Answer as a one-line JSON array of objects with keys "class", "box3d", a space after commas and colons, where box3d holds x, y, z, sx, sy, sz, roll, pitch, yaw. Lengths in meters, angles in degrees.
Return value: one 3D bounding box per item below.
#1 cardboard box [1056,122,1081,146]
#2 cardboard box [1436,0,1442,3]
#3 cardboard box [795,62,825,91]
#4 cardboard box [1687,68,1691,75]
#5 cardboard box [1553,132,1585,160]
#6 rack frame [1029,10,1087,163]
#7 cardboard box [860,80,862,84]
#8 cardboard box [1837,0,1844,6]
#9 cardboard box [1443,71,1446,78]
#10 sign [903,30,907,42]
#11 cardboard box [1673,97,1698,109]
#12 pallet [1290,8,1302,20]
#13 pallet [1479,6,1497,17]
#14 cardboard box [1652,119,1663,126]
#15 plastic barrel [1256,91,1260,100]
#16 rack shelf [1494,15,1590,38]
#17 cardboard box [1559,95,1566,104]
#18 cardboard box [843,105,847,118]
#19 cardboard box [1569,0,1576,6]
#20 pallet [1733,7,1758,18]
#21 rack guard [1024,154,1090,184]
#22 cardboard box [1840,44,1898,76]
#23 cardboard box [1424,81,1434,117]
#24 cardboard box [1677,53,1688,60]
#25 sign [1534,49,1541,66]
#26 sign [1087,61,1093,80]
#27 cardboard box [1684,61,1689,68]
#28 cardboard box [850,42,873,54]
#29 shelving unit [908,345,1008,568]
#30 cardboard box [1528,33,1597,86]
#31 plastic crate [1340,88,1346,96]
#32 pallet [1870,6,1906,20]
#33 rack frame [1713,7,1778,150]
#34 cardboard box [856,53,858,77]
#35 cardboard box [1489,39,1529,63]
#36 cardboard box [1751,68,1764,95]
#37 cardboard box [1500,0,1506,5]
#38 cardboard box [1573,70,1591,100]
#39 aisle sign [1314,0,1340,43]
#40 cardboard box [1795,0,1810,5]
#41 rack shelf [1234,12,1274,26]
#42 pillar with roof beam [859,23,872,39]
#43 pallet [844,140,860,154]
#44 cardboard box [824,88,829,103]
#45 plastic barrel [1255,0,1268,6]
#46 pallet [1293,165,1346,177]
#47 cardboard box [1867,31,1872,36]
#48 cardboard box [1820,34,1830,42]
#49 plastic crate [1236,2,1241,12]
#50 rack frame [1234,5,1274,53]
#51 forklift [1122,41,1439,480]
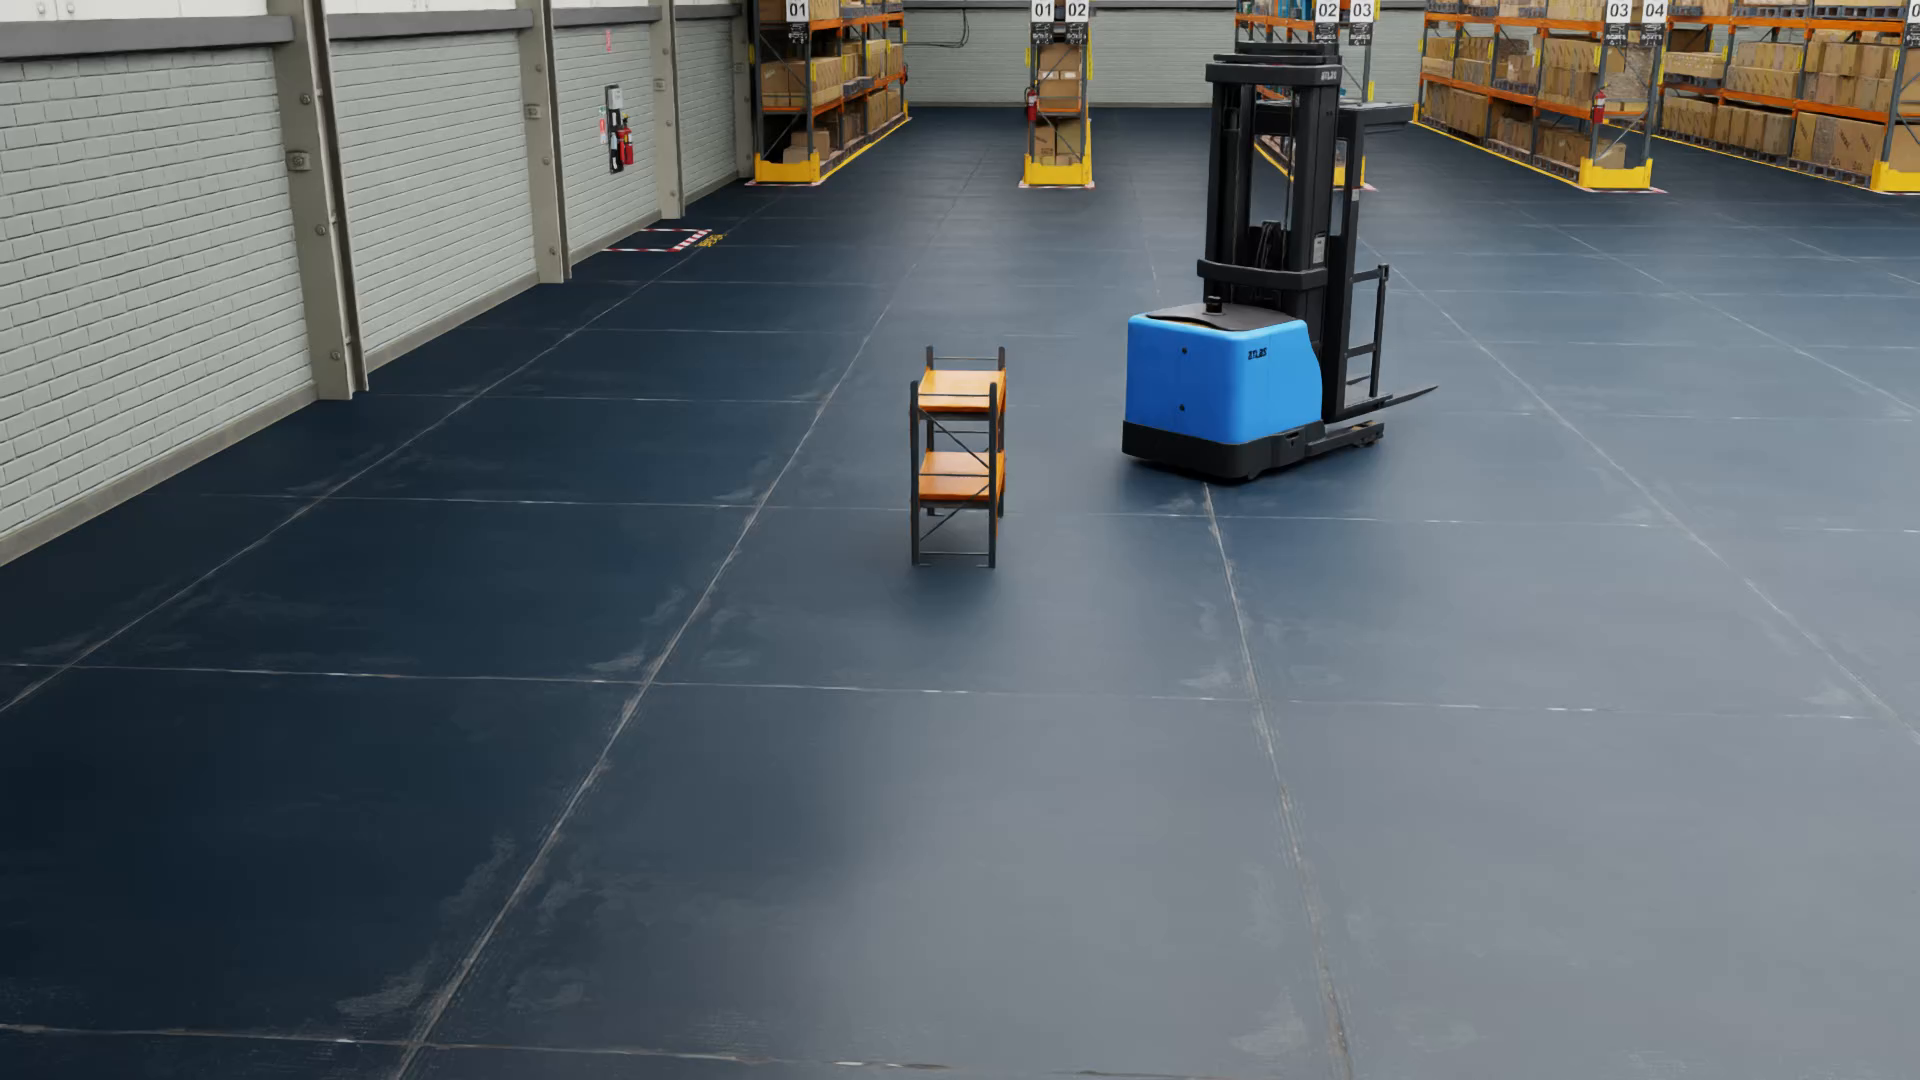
[{"class": "cardboard box", "box3d": [2.073, -7.639, 31.456, 0.500, 0.500, 0.500, 1, 18, 4]}, {"class": "cardboard box", "box3d": [12.639, -14.049, 42.670, 0.700, 0.500, 0.500, 1, 18, 2]}, {"class": "cardboard box", "box3d": [-2.806, -8.616, 30.905, 0.500, 0.500, 0.500, 1, 18, 4]}, {"class": "cardboard box", "box3d": [16.824, -10.679, 37.927, 0.380, 0.149, 0.250, 2, 18, 6]}, {"class": "cardboard box", "box3d": [11.821, -7.648, 32.285, 0.500, 0.500, 0.500, 7, 20, 21]}, {"class": "rack frame", "box3d": [1.756, -7.917, 29.768, 1.000, 3.000, 0.127, 1, 18, 4]}, {"class": "cardboard box", "box3d": [-2.357, -10.499, 38.017, 0.380, 0.149, 0.250, 1, 18, 3]}, {"class": "cardboard box", "box3d": [16.427, -9.927, 30.652, 0.380, 0.149, 0.250, 1, 18, 3]}, {"class": "cardboard box", "box3d": [12.229, -11.564, 41.301, 0.380, 0.149, 0.250, 1, 18, 3]}, {"class": "sign", "box3d": [-1.498, -13.642, 45.000, 0.100, 0.325, 0.005, 1, 18, 4]}, {"class": "cardboard box", "box3d": [17.085, -10.259, 39.050, 0.500, 0.250, 0.500, 2, 18, 5]}, {"class": "pallet", "box3d": [7.029, -10.157, 32.090, 1.213, 0.211, 1.003, 1, 18, 4]}, {"class": "pallet", "box3d": [12.204, -11.716, 36.849, 1.213, 0.211, 1.003, 2, 18, 6]}, {"class": "cardboard box", "box3d": [17.125, -10.254, 40.803, 0.380, 0.149, 0.250, 2, 18, 5]}, {"class": "plastic barrel", "box3d": [7.501, -10.566, 40.548, 0.600, 0.901, 0.708, 1, 18, 4]}, {"class": "rack shelf", "box3d": [12.067, -10.642, 34.422, 1.077, 0.370, 4.000, 1, 18, 4]}, {"class": "cardboard box", "box3d": [11.514, -8.292, 31.314, 0.380, 0.149, 0.250, 1, 18, 4]}, {"class": "cardboard box", "box3d": [-2.746, -9.329, 36.179, 0.500, 0.250, 0.500, 1, 18, 4]}, {"class": "cardboard box", "box3d": [11.537, -9.981, 30.850, 0.380, 0.149, 0.250, 1, 18, 3]}, {"class": "pallet", "box3d": [17.157, -11.172, 35.187, 1.213, 0.211, 1.003, 2, 18, 6]}, {"class": "rack guard", "box3d": [1.755, -6.722, 30.135, 1.175, 0.500, 0.348, 1, 18, 4]}, {"class": "cardboard box", "box3d": [16.673, -8.763, 30.374, 0.875, 0.550, 0.500, 1, 18, 4]}, {"class": "cardboard box", "box3d": [12.818, -11.654, 43.908, 0.875, 0.875, 0.875, 1, 18, 4]}, {"class": "cardboard box", "box3d": [16.877, -11.207, 38.583, 0.380, 0.149, 0.250, 1, 18, 3]}, {"class": "sign", "box3d": [11.370, -9.499, 32.735, 0.100, 0.325, 0.005, 1, 18, 4]}, {"class": "sign", "box3d": [2.309, -8.352, 29.577, 0.100, 0.325, 0.005, 1, 18, 4]}, {"class": "cardboard box", "box3d": [16.840, -10.903, 38.133, 0.380, 0.149, 0.250, 1, 18, 3]}, {"class": "cardboard box", "box3d": [-2.284, -11.368, 38.425, 0.500, 0.250, 0.500, 1, 18, 3]}, {"class": "shelving unit", "box3d": [0.000, -0.537, 10.254, 0.538, 1.125, 1.048, 1, 18, 4]}, {"class": "cardboard box", "box3d": [12.120, -9.666, 33.466, 1.000, 1.000, 1.000, 1, 18, 4]}, {"class": "plastic crate", "box3d": [7.175, -8.627, 32.174, 0.499, 0.251, 0.616, 1, 18, 4]}, {"class": "pallet", "box3d": [16.620, -9.167, 28.907, 1.003, 0.211, 1.213, 1, 18, 4]}, {"class": "rack frame", "box3d": [17.150, -10.037, 36.239, 1.000, 3.000, 0.127, 1, 18, 4]}, {"class": "cardboard box", "box3d": [-2.635, -10.622, 37.154, 0.700, 0.500, 0.500, -1, 18, -3]}, {"class": "cardboard box", "box3d": [12.279, -10.931, 37.193, 0.797, 0.503, 0.637, 2, 18, 6]}, {"class": "cardboard box", "box3d": [16.741, -9.482, 34.384, 0.500, 0.500, 0.500, 1, 18, 3]}, {"class": "cardboard box", "box3d": [11.920, -11.750, 35.684, 0.500, 0.500, 0.500, 1, 18, 4]}, {"class": "cardboard box", "box3d": [11.620, -8.212, 30.029, 0.875, 0.500, 0.500, 1, 18, 4]}, {"class": "aisle sign", "box3d": [6.395, -9.025, 28.974, 0.394, 0.787, 0.004, 1, 18, 4]}, {"class": "cardboard box", "box3d": [16.755, -10.619, 32.603, 0.500, 0.250, 0.500, 1, 18, 5]}, {"class": "rack shelf", "box3d": [7.700, -13.237, 42.342, 1.077, 0.370, 4.000, 1, 18, 4]}, {"class": "pillar with roof beam", "box3d": [1.587, -16.609, 46.658, 9.100, 9.000, 0.400, 1, 18, 4]}, {"class": "pallet", "box3d": [-2.759, -8.566, 36.225, 1.003, 0.211, 1.213, 1, 18, 4]}, {"class": "cardboard box", "box3d": [-2.768, -8.429, 31.539, 0.500, 0.250, 0.500, 1, 18, 3]}, {"class": "plastic barrel", "box3d": [7.269, -13.064, 39.766, 0.433, 0.535, 0.433, 0, 18, 0]}, {"class": "pallet", "box3d": [6.719, -6.757, 30.706, 1.003, 0.211, 1.213, 1, 18, 4]}, {"class": "cardboard box", "box3d": [22.241, -12.291, 40.308, 0.380, 0.149, 0.250, 1, 18, 4]}, {"class": "cardboard box", "box3d": [22.320, -12.662, 42.483, 0.500, 0.500, 0.500, 1, 18, 2]}, {"class": "plastic crate", "box3d": [7.538, -14.025, 43.800, 0.497, 0.269, 0.590, 1, 18, 4]}, {"class": "rack frame", "box3d": [7.844, -12.775, 44.593, 1.000, 3.000, 0.127, 1, 18, 4]}, {"class": "forklift", "box3d": [2.589, -2.185, 12.385, 3.031, 2.935, 1.130, -17, 25, -42]}]
